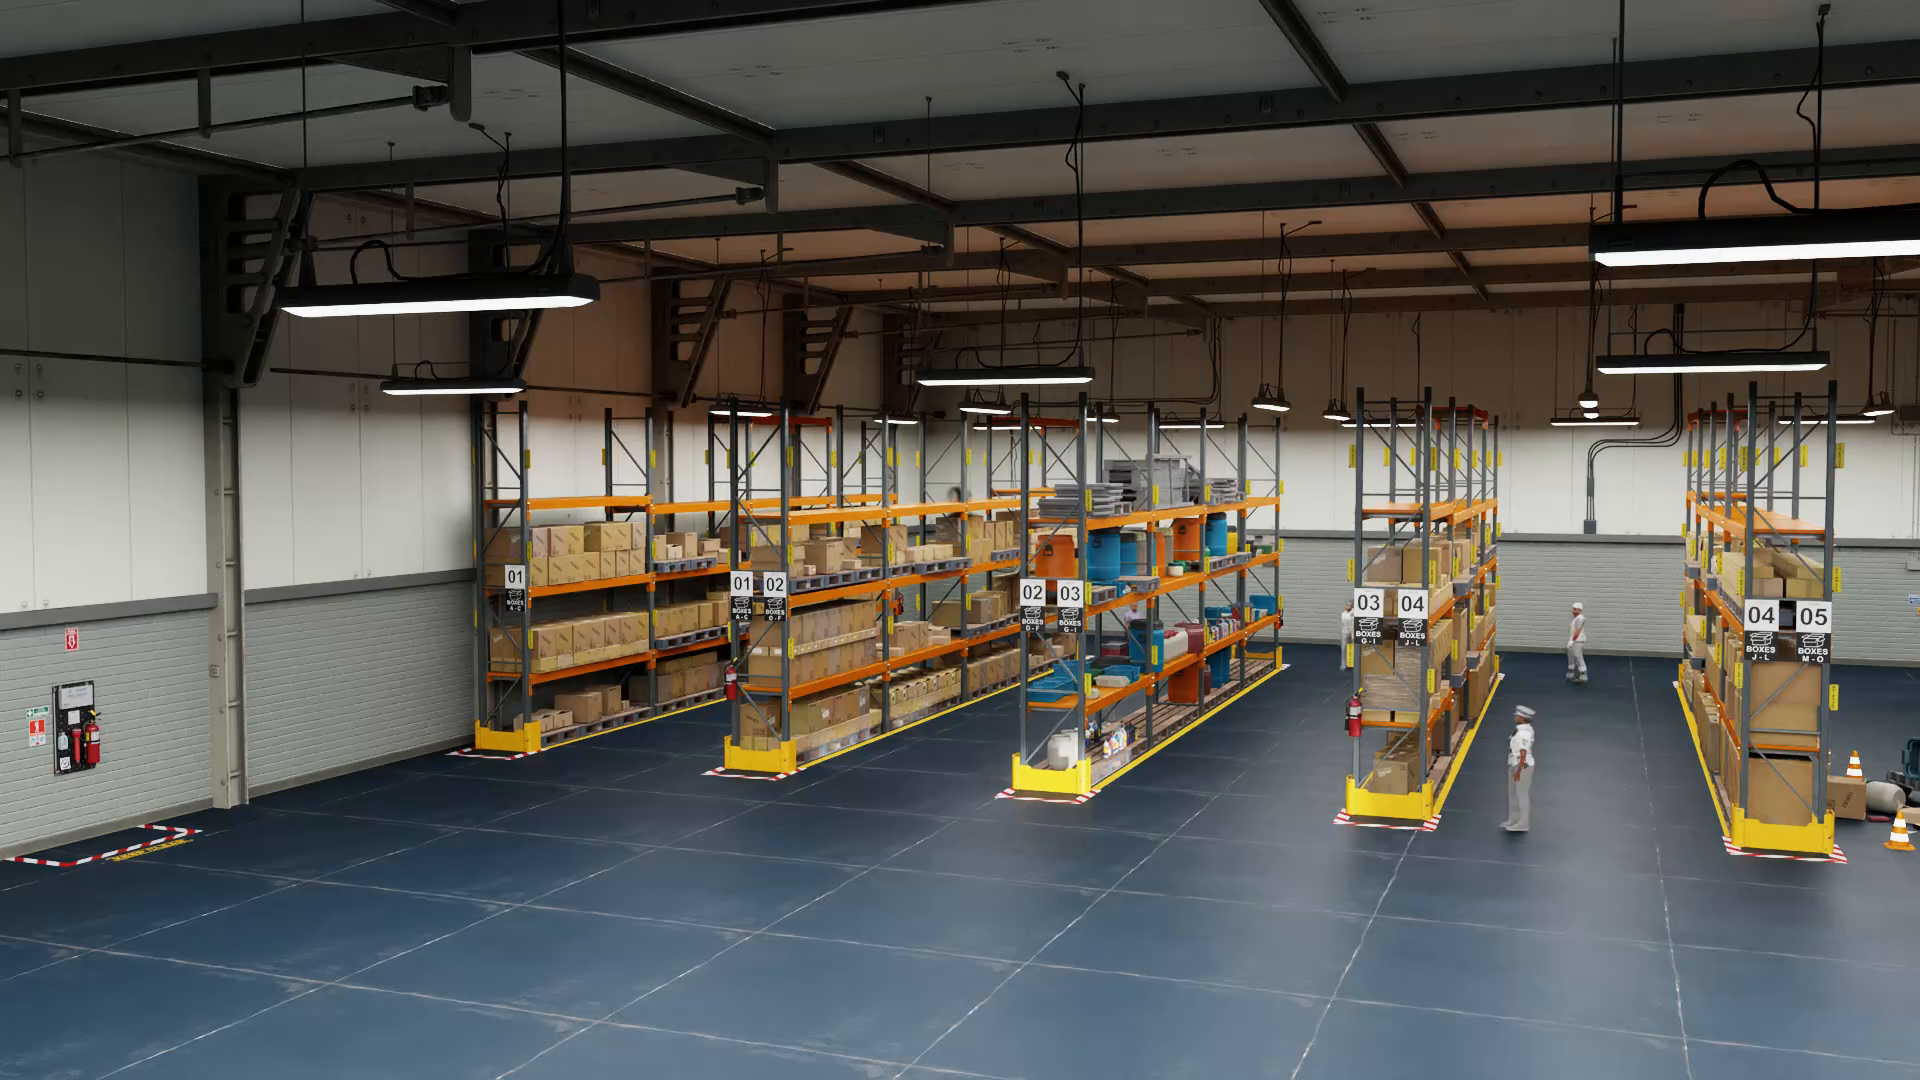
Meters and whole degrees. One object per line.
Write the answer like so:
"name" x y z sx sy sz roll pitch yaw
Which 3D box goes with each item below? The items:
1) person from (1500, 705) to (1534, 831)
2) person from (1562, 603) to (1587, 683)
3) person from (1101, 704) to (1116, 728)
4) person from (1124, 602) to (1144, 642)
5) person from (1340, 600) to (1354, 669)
"person" 7.542 3.070 22.444 0.383 1.695 0.479 0 3 -5
"person" 13.729 2.314 37.176 0.643 1.842 0.643 2 4 40
"person" 2.691 2.699 30.953 0.427 1.598 0.435 1 3 18
"person" 4.191 2.270 39.567 0.578 1.680 0.435 -1 3 -27
"person" 9.274 2.228 39.546 0.433 1.629 0.985 1 3 17
